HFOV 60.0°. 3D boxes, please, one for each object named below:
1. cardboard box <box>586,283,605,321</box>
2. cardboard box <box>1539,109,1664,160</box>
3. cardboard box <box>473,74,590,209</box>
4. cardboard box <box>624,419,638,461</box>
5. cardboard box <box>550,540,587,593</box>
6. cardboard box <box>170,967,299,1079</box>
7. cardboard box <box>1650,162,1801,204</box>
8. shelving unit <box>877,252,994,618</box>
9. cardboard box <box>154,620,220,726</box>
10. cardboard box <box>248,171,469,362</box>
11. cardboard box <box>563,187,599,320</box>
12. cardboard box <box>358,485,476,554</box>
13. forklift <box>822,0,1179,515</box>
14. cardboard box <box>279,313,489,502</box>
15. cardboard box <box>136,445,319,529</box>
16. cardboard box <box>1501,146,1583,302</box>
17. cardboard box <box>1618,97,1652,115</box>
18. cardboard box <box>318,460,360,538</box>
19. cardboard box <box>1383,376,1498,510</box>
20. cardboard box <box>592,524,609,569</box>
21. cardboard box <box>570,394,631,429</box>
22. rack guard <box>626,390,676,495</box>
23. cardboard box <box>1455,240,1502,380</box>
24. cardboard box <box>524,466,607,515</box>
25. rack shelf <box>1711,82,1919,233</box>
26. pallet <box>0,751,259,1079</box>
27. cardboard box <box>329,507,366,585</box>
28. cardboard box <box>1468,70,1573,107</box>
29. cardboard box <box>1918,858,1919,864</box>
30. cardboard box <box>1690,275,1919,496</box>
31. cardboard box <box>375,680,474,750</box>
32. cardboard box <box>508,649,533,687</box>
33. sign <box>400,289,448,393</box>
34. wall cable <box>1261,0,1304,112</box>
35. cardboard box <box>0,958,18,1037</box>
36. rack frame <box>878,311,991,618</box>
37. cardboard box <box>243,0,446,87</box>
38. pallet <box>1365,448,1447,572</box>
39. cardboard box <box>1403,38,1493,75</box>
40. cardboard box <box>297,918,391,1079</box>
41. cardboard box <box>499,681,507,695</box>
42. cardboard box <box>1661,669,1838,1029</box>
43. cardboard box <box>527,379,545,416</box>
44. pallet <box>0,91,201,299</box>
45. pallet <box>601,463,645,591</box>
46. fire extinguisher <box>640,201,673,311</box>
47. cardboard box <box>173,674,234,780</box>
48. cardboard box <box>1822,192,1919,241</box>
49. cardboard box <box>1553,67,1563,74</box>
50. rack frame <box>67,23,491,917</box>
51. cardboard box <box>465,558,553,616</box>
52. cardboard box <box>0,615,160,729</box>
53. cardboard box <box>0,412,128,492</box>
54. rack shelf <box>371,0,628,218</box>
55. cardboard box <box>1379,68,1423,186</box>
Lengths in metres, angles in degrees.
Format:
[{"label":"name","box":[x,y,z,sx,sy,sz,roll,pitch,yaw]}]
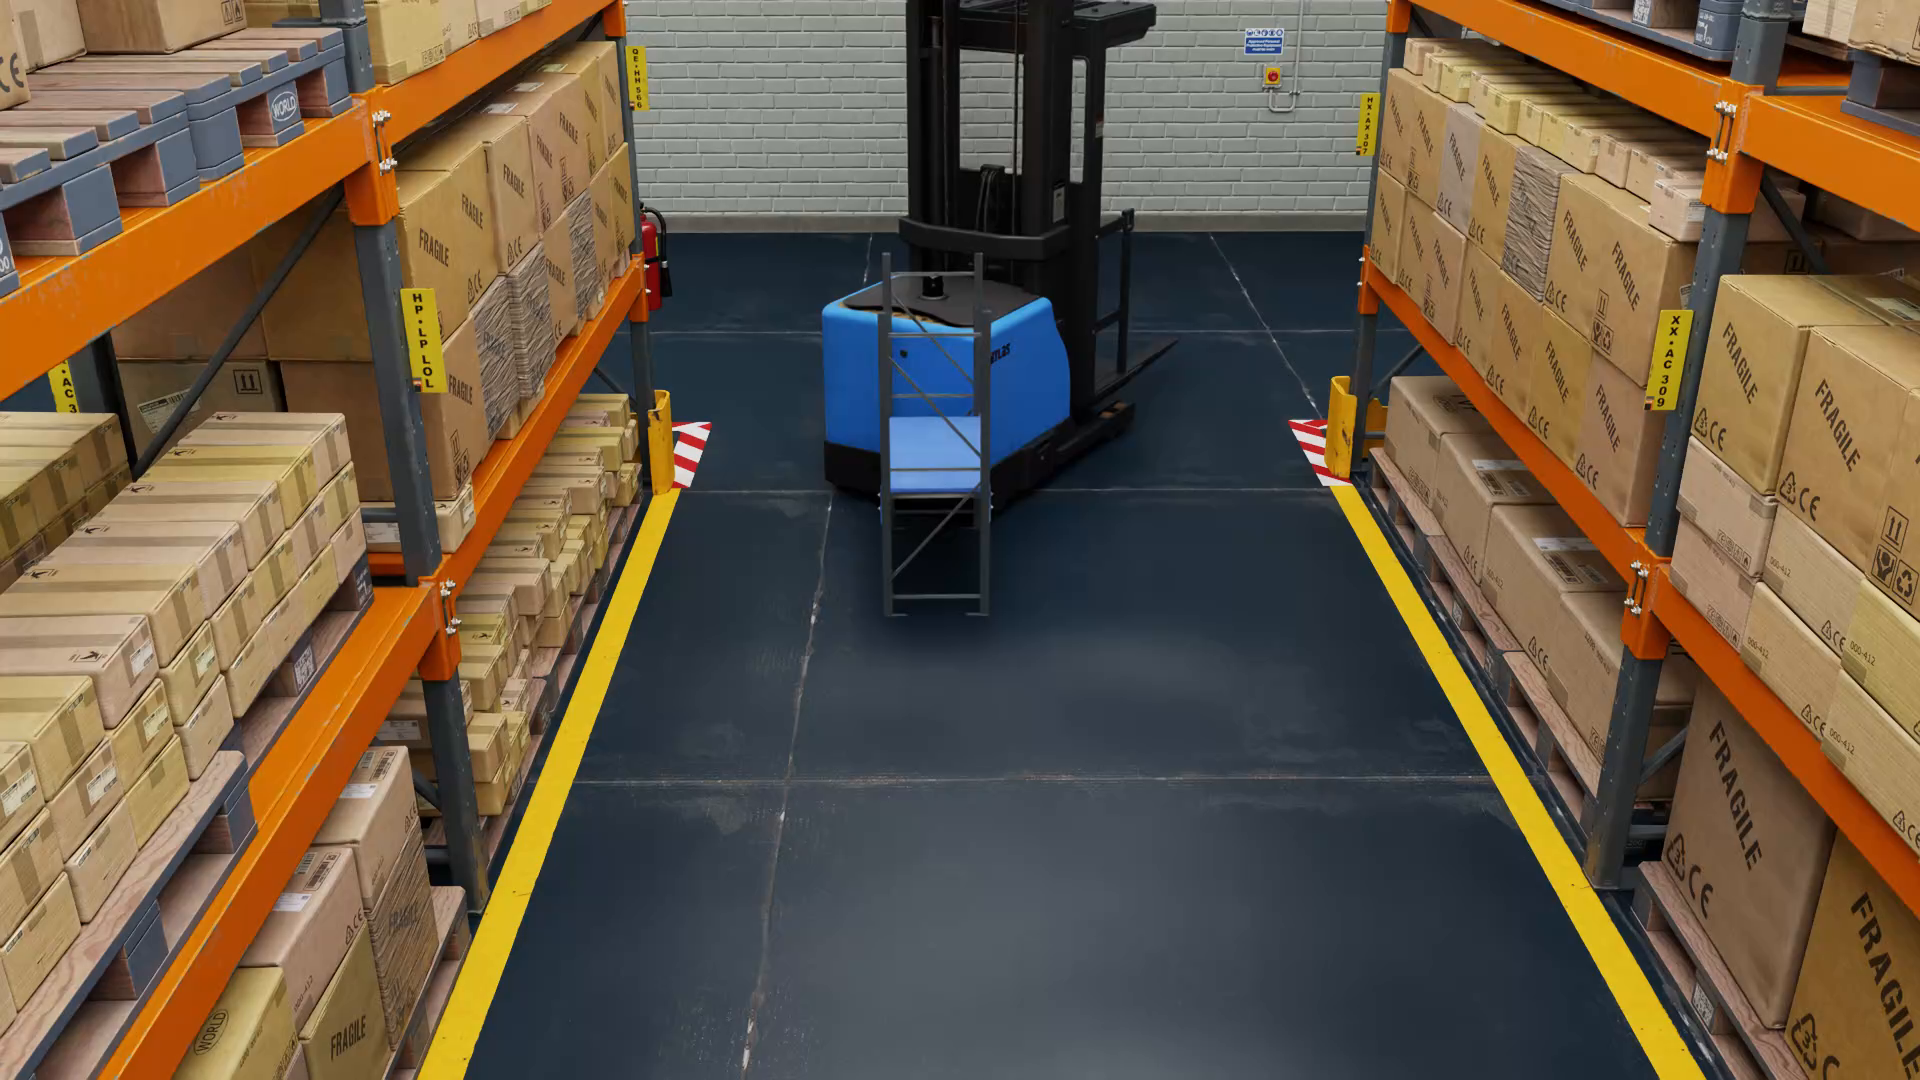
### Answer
[{"label":"cardboard box","box":[-1.926,-1.160,7.979,0.380,0.149,0.250,0,24,1]},{"label":"cardboard box","box":[2.499,-1.583,6.488,0.380,0.149,0.250,-1,24,-2]},{"label":"cardboard box","box":[-1.947,-1.744,7.271,0.500,0.500,0.500,1,24,2]},{"label":"cardboard box","box":[-1.930,-0.530,8.871,0.380,0.149,0.250,-1,24,-2]},{"label":"cardboard box","box":[-1.889,0.117,7.441,0.380,0.149,0.250,0,24,0]},{"label":"cardboard box","box":[-1.904,1.271,3.913,0.500,0.250,0.500,-1,24,-3]},{"label":"cardboard box","box":[2.556,-1.165,5.564,0.380,0.149,0.250,0,24,1]},{"label":"shelving unit","box":[-0.125,-0.530,8.101,0.538,1.500,1.048,-1,24,-1]},{"label":"cardboard box","box":[-1.963,0.311,3.856,0.380,0.149,0.250,-1,24,-3]},{"label":"cardboard box","box":[-1.938,-0.894,5.390,0.500,0.500,0.500,0,24,1]},{"label":"cardboard box","box":[-1.943,-1.294,7.489,0.500,0.500,0.500,0,24,0]},{"label":"cardboard box","box":[-1.853,-0.074,5.578,0.380,0.149,0.250,1,24,1]},{"label":"forklift","box":[0.422,-2.035,9.692,1.130,2.935,3.031,14,28,28]},{"label":"cardboard box","box":[-1.931,-0.456,5.636,0.500,0.500,0.500,-1,24,-2]},{"label":"cardboard box","box":[-1.974,-0.143,4.499,0.380,0.149,0.250,-1,24,-2]},{"label":"cardboard box","box":[2.478,-1.247,6.532,0.500,0.500,0.500,0,24,0]},{"label":"cardboard box","box":[2.985,-1.798,6.964,0.380,0.149,0.250,1,24,1]},{"label":"cardboard box","box":[-1.975,-0.119,4.808,0.380,0.149,0.250,0,24,1]},{"label":"cardboard box","box":[2.835,-0.534,8.891,0.875,0.438,0.875,-1,24,-2]},{"label":"cardboard box","box":[-1.904,0.027,8.001,0.380,0.149,0.250,-1,24,-3]},{"label":"cardboard box","box":[-1.962,-0.665,8.807,0.380,0.149,0.250,0,24,0]},{"label":"rack guard","box":[-2.220,-0.548,9.355,1.175,0.500,0.348,0,24,-1]},{"label":"cardboard box","box":[2.489,-1.004,7.209,0.500,0.500,0.500,1,24,1]},{"label":"cardboard box","box":[-1.888,-0.237,7.863,0.380,0.149,0.250,1,24,1]},{"label":"rack shelf","box":[2.793,-0.349,3.114,1.077,0.370,4.000,0,24,-1]},{"label":"pallet","box":[-2.196,0.850,3.463,1.003,0.211,1.213,0,24,-1]},{"label":"cardboard box","box":[-1.975,0.016,4.870,0.380,0.149,0.250,-1,24,-2]},{"label":"cardboard box","box":[2.494,-2.000,7.409,0.380,0.149,0.250,0,24,0]},{"label":"cardboard box","box":[2.505,0.748,3.639,0.500,0.250,0.500,-1,24,-1]},{"label":"cardboard box","box":[2.489,-0.452,4.775,0.500,0.500,0.500,0,24,0]},{"label":"cardboard box","box":[-1.974,0.624,5.959,0.380,0.149,0.250,1,24,2]},{"label":"cardboard box","box":[-1.970,0.570,6.800,0.380,0.149,0.250,-1,24,-2]},{"label":"sign","box":[-1.622,-0.601,5.035,0.100,0.325,0.005,0,24,-1]},{"label":"wall cable","box":[2.643,-4.583,13.971,0.585,1.953,0.123,0,24,-1]},{"label":"cardboard box","box":[-1.953,0.874,2.974,0.380,0.149,0.250,1,24,1]},{"label":"rack frame","box":[-0.113,-0.320,7.638,0.500,1.500,0.032,-1,24,-1]},{"label":"cardboard box","box":[-1.918,-1.560,5.102,0.500,0.250,0.500,1,24,2]},{"label":"pallet","box":[2.815,-0.182,8.897,1.003,0.211,1.213,0,24,-1]},{"label":"cardboard box","box":[2.455,-2.431,8.364,0.380,0.149,0.250,0,24,1]},{"label":"cardboard box","box":[-1.912,1.393,4.554,0.500,0.500,0.500,-1,24,-2]},{"label":"cardboard box","box":[-1.992,0.547,6.489,0.380,0.149,0.250,0,24,-1]},{"label":"cardboard box","box":[2.858,0.898,5.193,0.875,0.875,0.875,0,24,1]},{"label":"cardboard box","box":[-1.916,-0.616,6.777,0.380,0.149,0.250,1,24,2]},{"label":"pallet","box":[-2.263,-0.669,3.177,1.213,0.211,1.003,0,24,-1]},{"label":"pallet","box":[-2.246,-0.081,8.674,1.003,0.211,1.213,0,24,-1]},{"label":"fire extinguisher","box":[-1.762,-1.619,9.236,0.296,0.674,0.183,0,24,-1]},{"label":"cardboard box","box":[-1.959,0.444,3.924,0.380,0.149,0.250,-1,24,-3]},{"label":"cardboard box","box":[3.028,-1.062,5.336,0.380,0.149,0.250,-1,24,-1]},{"label":"cardboard box","box":[3.046,-2.221,7.900,0.380,0.149,0.250,0,24,-1]},{"label":"rack frame","box":[-2.177,-0.070,5.265,1.000,3.000,0.127,0,24,-1]},{"label":"cardboard box","box":[-1.916,0.193,6.910,0.380,0.149,0.250,0,24,1]},{"label":"cardboard box","box":[-1.964,0.284,3.556,0.380,0.149,0.250,-1,24,-3]},{"label":"cardboard box","box":[-2.633,-0.253,4.744,0.380,0.149,0.250,1,24,2]},{"label":"rack shelf","box":[-2.199,-1.933,6.617,1.077,0.370,4.000,0,24,-1]},{"label":"cardboard box","box":[2.448,-2.084,8.383,0.500,0.500,0.500,-1,24,-2]}]
